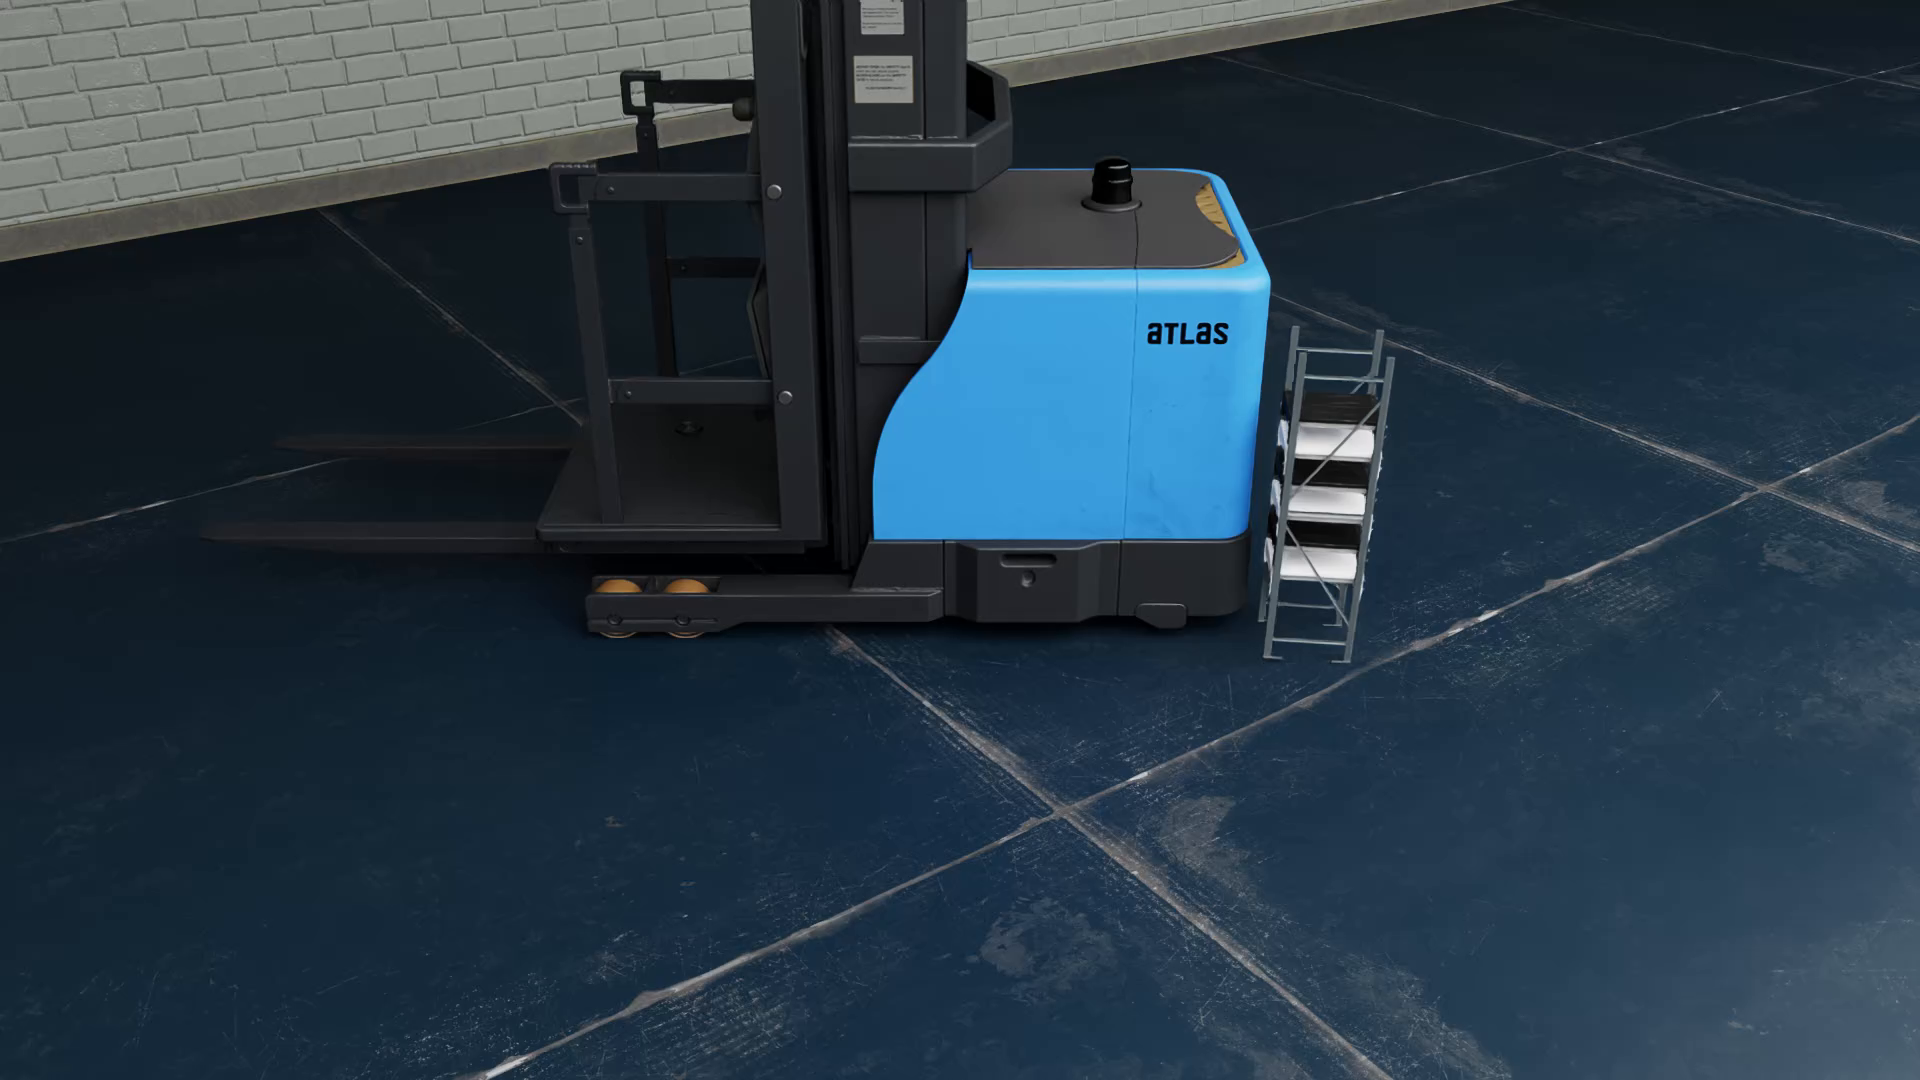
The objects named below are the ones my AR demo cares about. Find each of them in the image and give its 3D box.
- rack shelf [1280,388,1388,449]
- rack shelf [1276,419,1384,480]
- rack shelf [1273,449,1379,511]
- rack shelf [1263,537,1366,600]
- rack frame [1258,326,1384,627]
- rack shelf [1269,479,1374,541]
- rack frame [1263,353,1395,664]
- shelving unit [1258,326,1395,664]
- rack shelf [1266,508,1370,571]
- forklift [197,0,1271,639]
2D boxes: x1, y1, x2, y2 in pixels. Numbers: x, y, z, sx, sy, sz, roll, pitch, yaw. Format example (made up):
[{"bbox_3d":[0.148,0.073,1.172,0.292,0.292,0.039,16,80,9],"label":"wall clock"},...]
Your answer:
[{"bbox_3d":[0.984,-0.323,4.395,0.258,0.077,0.200,3,27,4],"label":"rack shelf"},{"bbox_3d":[0.982,-0.243,4.436,0.258,0.077,0.200,3,27,4],"label":"rack shelf"},{"bbox_3d":[0.981,-0.163,4.477,0.258,0.077,0.200,3,27,4],"label":"rack shelf"},{"bbox_3d":[0.975,0.078,4.599,0.258,0.077,0.200,3,27,4],"label":"rack shelf"},{"bbox_3d":[0.988,-0.158,4.593,0.240,0.900,0.006,3,27,4],"label":"rack frame"},{"bbox_3d":[0.979,-0.083,4.518,0.258,0.077,0.200,3,27,4],"label":"rack shelf"},{"bbox_3d":[0.971,-0.066,4.412,0.240,0.900,0.006,3,27,4],"label":"rack frame"},{"bbox_3d":[0.979,-0.112,4.503,0.258,0.900,0.210,3,27,4],"label":"shelving unit"},{"bbox_3d":[0.977,-0.002,4.558,0.258,0.077,0.200,3,27,4],"label":"rack shelf"},{"bbox_3d":[-0.692,-1.260,4.499,3.031,2.935,1.130,0,29,0],"label":"forklift"}]
